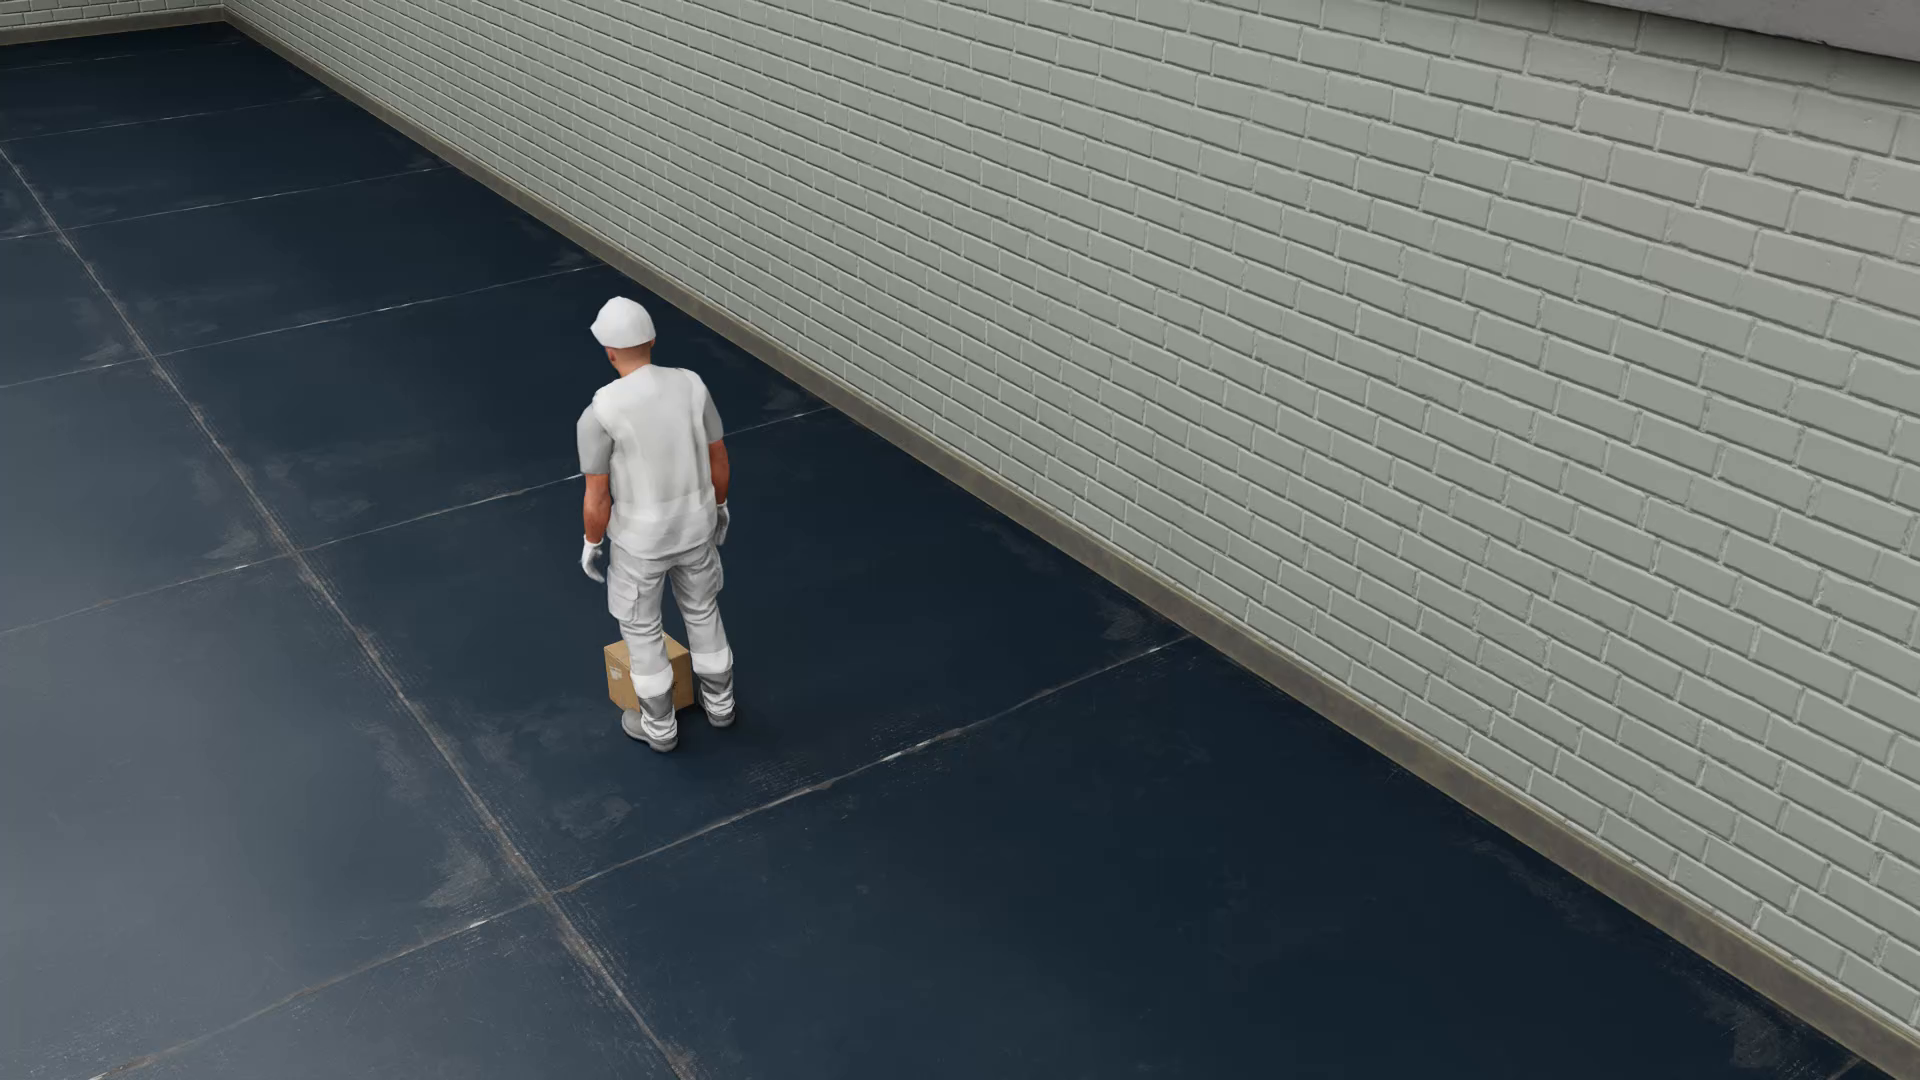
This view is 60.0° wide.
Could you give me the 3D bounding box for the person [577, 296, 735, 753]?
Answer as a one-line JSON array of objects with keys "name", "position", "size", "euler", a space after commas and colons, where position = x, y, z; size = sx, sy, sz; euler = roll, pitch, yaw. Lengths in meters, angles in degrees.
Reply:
[{"name": "person", "position": [-1.123, -0.039, 6.179], "size": [0.609, 1.779, 0.454], "euler": [-19, 34, -31]}]
